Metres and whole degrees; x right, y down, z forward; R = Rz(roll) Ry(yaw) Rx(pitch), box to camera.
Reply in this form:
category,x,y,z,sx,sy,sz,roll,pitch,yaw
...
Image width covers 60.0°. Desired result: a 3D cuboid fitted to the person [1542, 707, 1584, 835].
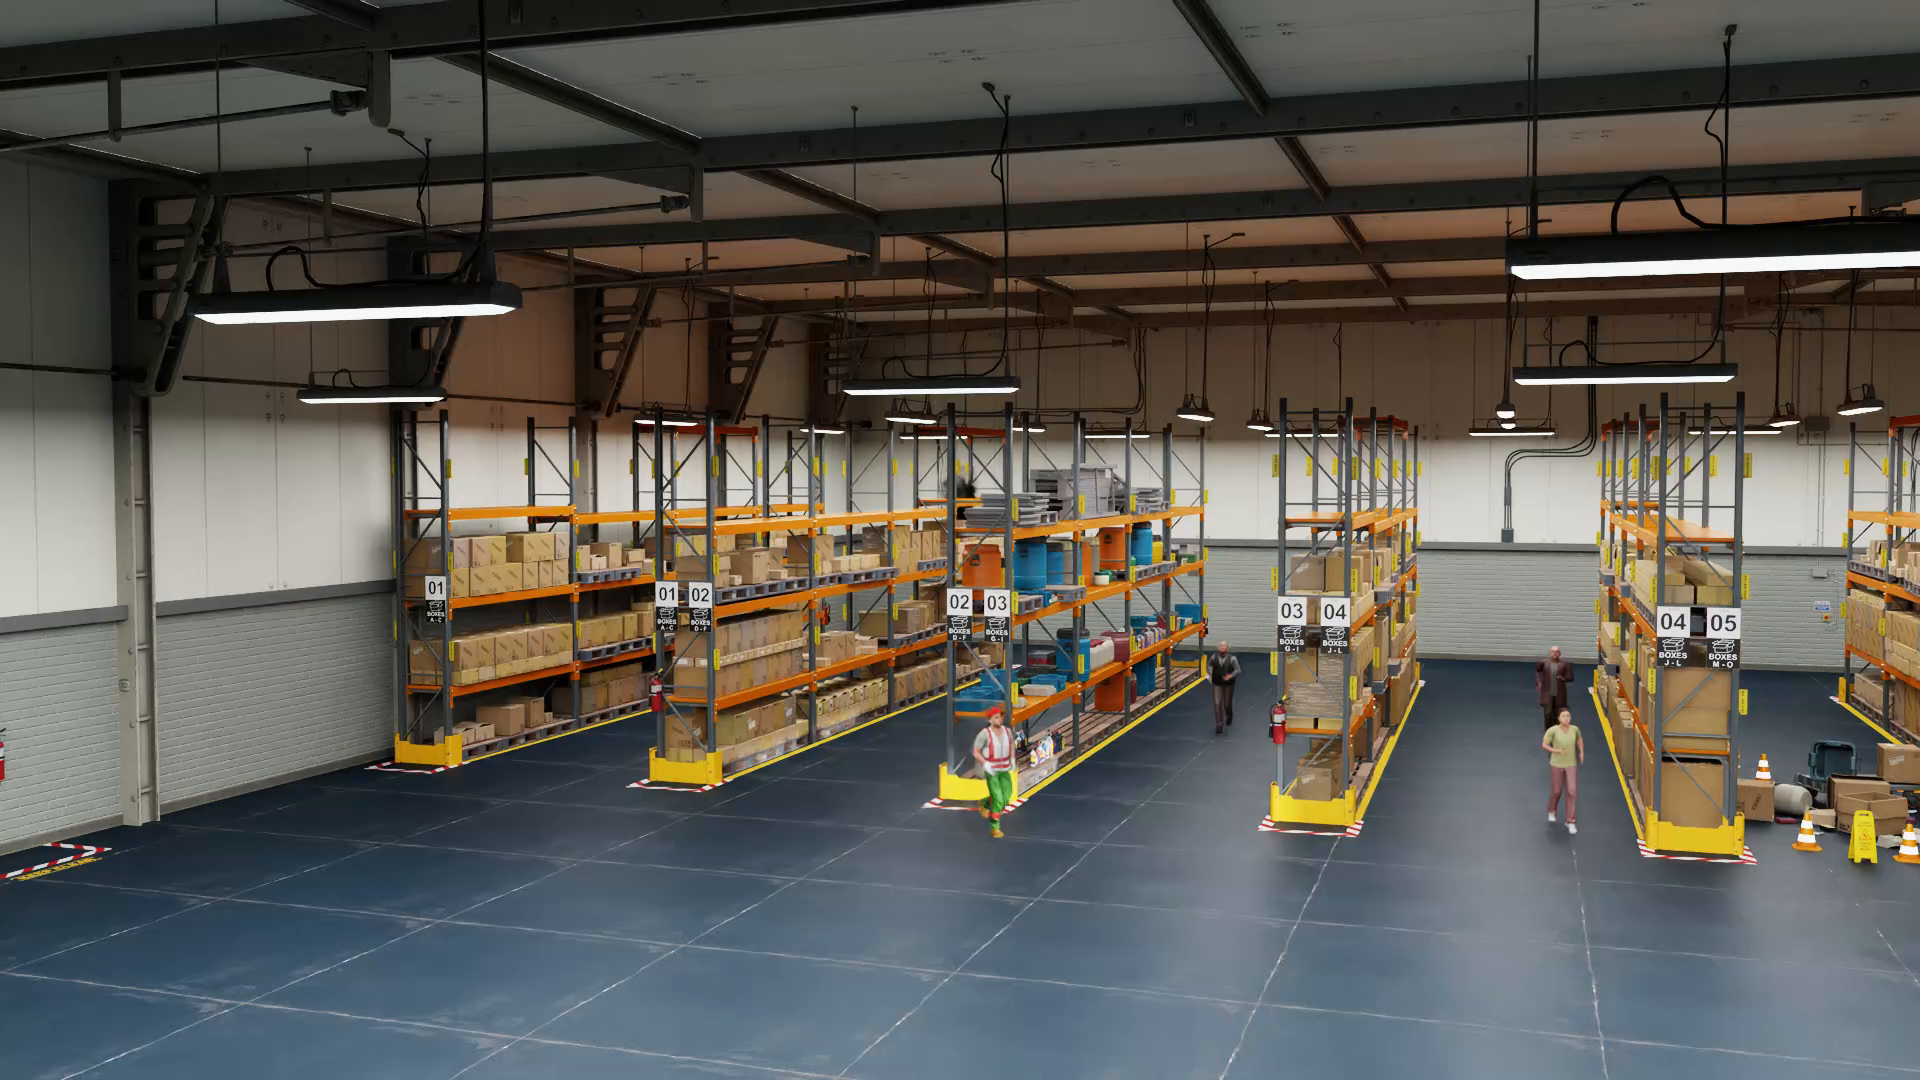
category,x,y,z,sx,sy,sz,roll,pitch,yaw
person,8.381,3.172,23.123,0.594,1.716,0.819,0,2,5

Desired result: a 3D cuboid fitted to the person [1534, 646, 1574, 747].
category,x,y,z,sx,sy,sz,roll,pitch,yaw
person,10.744,2.825,30.085,0.693,1.838,0.823,1,3,20

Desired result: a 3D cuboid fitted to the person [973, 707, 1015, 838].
category,x,y,z,sx,sy,sz,roll,pitch,yaw
person,0.464,3.154,22.777,0.675,1.764,0.690,-1,3,-31

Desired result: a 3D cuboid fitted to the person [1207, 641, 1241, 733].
category,x,y,z,sx,sy,sz,roll,pitch,yaw
person,5.003,2.776,31.611,0.671,1.707,0.913,1,3,17
